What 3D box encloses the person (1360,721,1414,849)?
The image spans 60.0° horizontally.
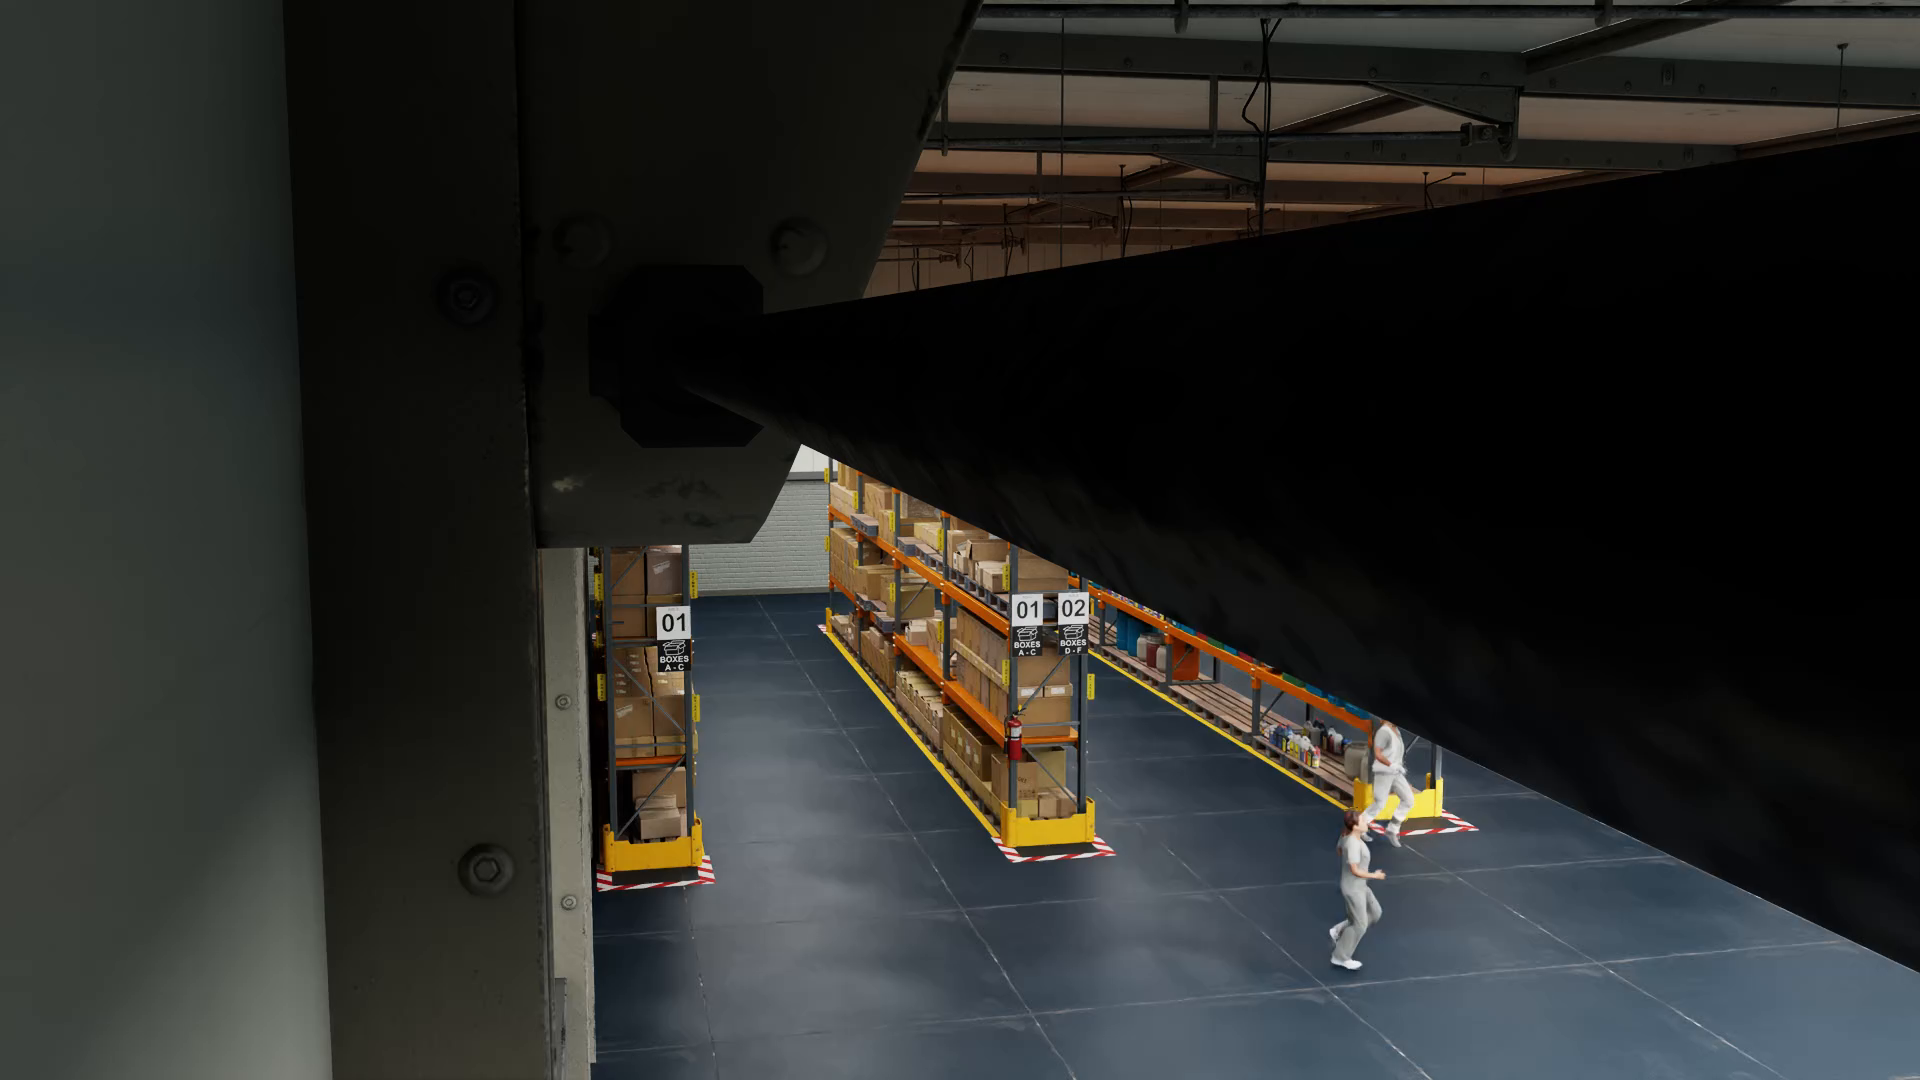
[{"bbox_3d":[5.428,2.972,21.055,0.678,1.783,0.718,6,9,39],"label":"person"}]

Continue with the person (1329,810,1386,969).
[{"bbox_3d":[4.028,3.525,16.823,0.542,1.639,0.612,1,7,11],"label":"person"}]
